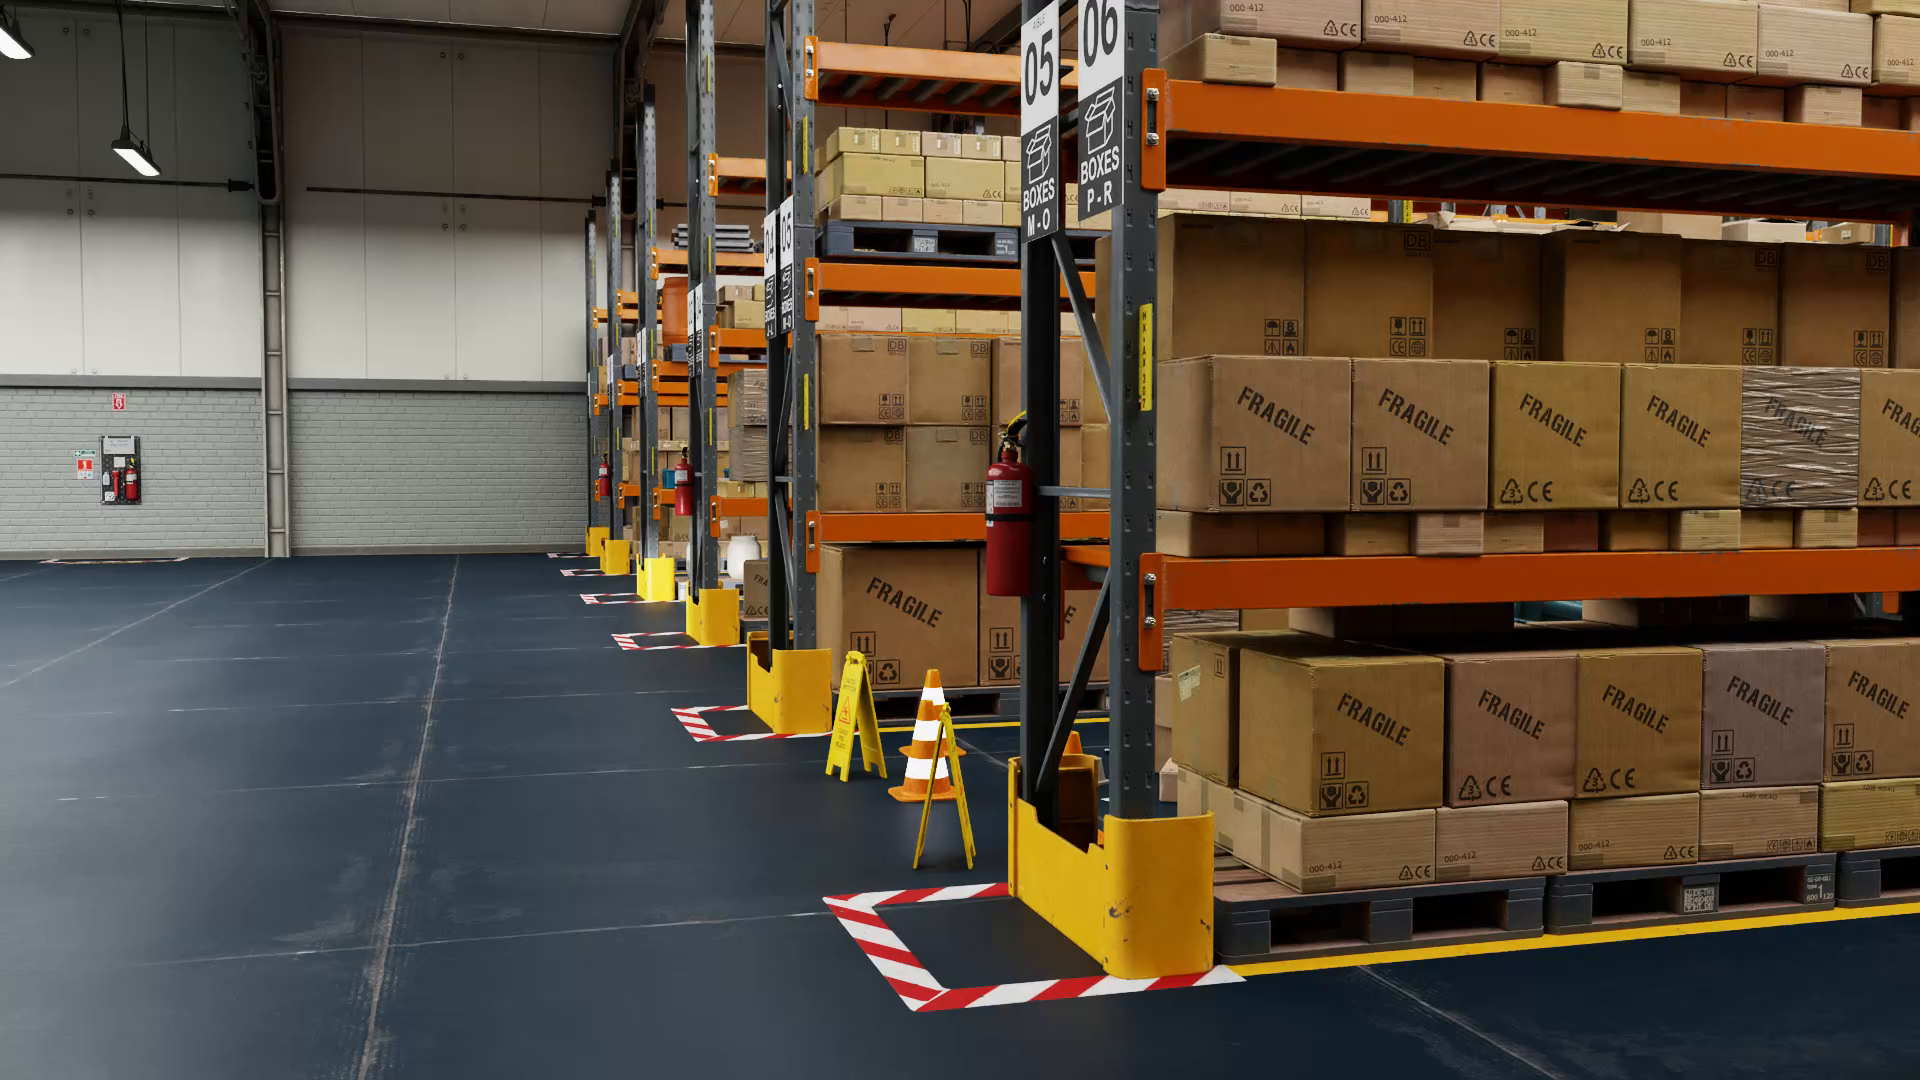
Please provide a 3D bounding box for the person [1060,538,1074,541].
[{"bbox_3d":[0.890,0.283,18.897,0.912,0.930,0.535,-1,3,-16],"label":"person"}]
